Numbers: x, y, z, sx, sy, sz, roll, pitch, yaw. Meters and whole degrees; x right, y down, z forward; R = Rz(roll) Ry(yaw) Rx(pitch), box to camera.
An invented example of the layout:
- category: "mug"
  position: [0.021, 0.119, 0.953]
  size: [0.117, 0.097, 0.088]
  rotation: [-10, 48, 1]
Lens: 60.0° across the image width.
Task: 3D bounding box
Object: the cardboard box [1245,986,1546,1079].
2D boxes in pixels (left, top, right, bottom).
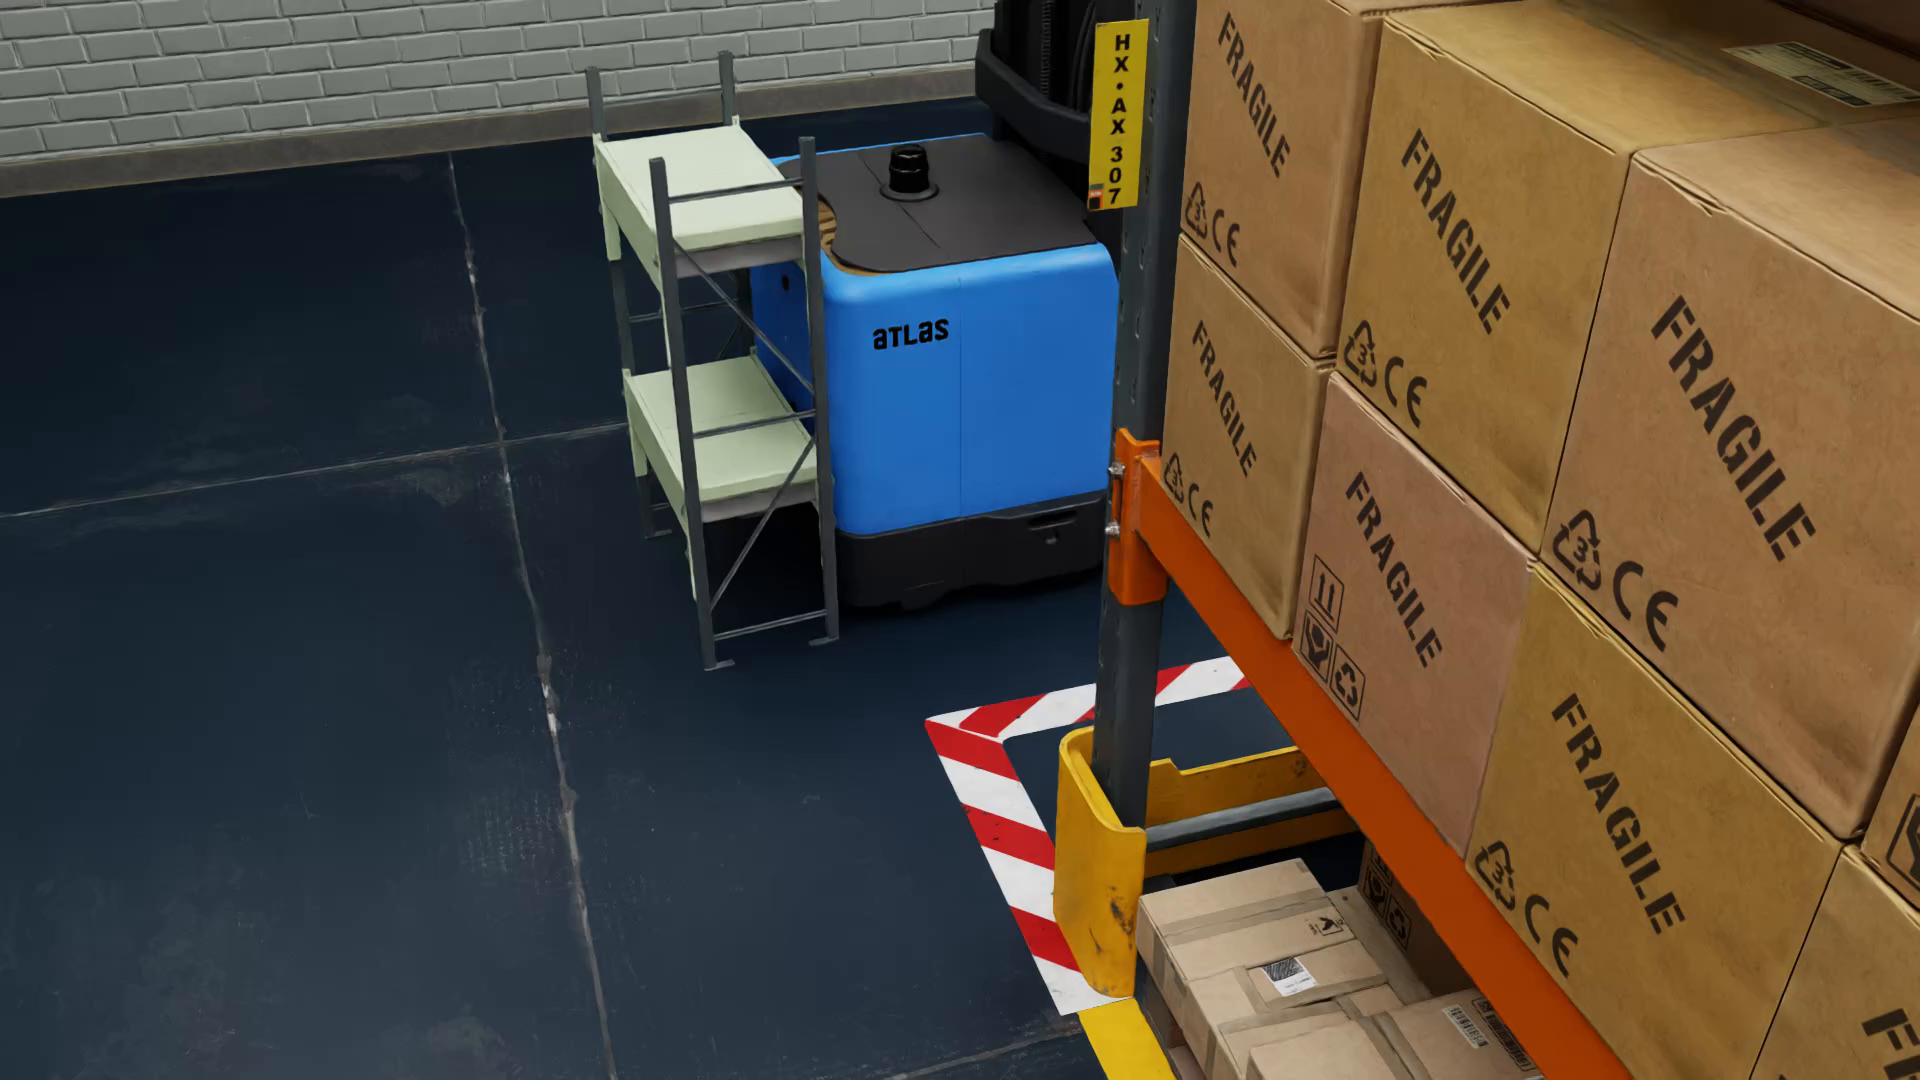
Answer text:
- category: "cardboard box"
  position: [0.836, 1.109, 2.945]
  size: [0.500, 0.250, 0.500]
  rotation: [-10, 35, -15]

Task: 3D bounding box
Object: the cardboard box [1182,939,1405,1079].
- category: "cardboard box"
  position: [0.665, 0.957, 3.251]
  size: [0.380, 0.166, 0.250]
  rotation: [-10, 35, -15]

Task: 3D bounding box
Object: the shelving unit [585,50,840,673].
- category: "shelving unit"
  position: [-0.675, -0.486, 4.625]
  size: [0.431, 1.500, 0.755]
  rotation: [-13, 36, -18]

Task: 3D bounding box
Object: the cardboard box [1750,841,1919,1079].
- category: "cardboard box"
  position: [1.136, 0.582, 1.557]
  size: [0.500, 0.500, 0.500]
  rotation: [-10, 35, -14]

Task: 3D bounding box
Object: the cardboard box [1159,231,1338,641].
- category: "cardboard box"
  position: [0.672, -0.214, 2.763]
  size: [0.500, 0.500, 0.500]
  rotation: [-9, 35, -14]

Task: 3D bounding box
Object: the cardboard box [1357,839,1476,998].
- category: "cardboard box"
  position: [1.188, 0.653, 3.409]
  size: [0.500, 0.500, 0.500]
  rotation: [-10, 35, -15]

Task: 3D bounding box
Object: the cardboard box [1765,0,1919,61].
- category: "cardboard box"
  position: [1.340, -0.456, 2.222]
  size: [0.500, 0.500, 0.500]
  rotation: [-9, 35, -13]

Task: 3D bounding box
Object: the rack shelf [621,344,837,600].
- category: "rack shelf"
  position: [-0.675, -0.214, 4.804]
  size: [0.431, 0.370, 0.720]
  rotation: [-13, 36, -18]

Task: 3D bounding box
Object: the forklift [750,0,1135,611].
- category: "forklift"
  position: [0.905, -1.507, 4.872]
  size: [3.031, 2.935, 1.130]
  rotation: [-11, 35, -16]

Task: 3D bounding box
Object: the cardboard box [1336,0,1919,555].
- category: "cardboard box"
  position: [0.839, -0.358, 2.074]
  size: [0.500, 0.500, 0.500]
  rotation: [-10, 35, -14]

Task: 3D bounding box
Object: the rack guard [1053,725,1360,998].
- category: "rack guard"
  position: [0.811, 0.633, 3.839]
  size: [1.175, 0.500, 0.348]
  rotation: [-10, 35, -15]

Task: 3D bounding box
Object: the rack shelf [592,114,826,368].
- category: "rack shelf"
  position: [-0.675, -0.811, 4.409]
  size: [0.431, 0.370, 0.720]
  rotation: [-13, 36, -18]

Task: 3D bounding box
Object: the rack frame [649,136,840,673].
- category: "rack frame"
  position: [-0.536, -0.299, 4.342]
  size: [0.400, 1.500, 0.023]
  rotation: [-13, 36, -18]

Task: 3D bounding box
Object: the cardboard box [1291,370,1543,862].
- category: "cardboard box"
  position: [0.835, 0.056, 2.354]
  size: [0.500, 0.500, 0.500]
  rotation: [-10, 35, -15]

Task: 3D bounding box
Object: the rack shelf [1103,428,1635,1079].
- category: "rack shelf"
  position: [1.398, 0.900, 1.819]
  size: [1.077, 0.370, 4.000]
  rotation: [-10, 35, -15]

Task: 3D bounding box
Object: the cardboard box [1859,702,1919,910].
- category: "cardboard box"
  position: [1.143, 0.172, 1.272]
  size: [0.500, 0.500, 0.500]
  rotation: [-10, 35, -15]

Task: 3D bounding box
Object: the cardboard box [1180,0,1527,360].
- category: "cardboard box"
  position: [0.672, -0.632, 2.487]
  size: [0.500, 0.500, 0.500]
  rotation: [-9, 35, -13]

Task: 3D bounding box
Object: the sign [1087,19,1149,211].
- category: "sign"
  position: [0.271, -0.720, 2.833]
  size: [0.100, 0.325, 0.005]
  rotation: [-10, 35, -15]

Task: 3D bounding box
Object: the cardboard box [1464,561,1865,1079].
- category: "cardboard box"
  position: [0.985, 0.320, 1.955]
  size: [0.500, 0.500, 0.500]
  rotation: [-10, 35, -15]

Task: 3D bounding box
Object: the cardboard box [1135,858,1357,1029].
- category: "cardboard box"
  position: [0.588, 0.834, 3.455]
  size: [0.380, 0.149, 0.250]
  rotation: [-10, 35, -15]

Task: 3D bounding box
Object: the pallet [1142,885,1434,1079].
- category: "pallet"
  position: [1.055, 1.172, 3.285]
  size: [1.003, 0.211, 1.213]
  rotation: [-10, 35, -15]

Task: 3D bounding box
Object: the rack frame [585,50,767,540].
- category: "rack frame"
  position: [-0.813, -0.672, 4.907]
  size: [0.400, 1.500, 0.023]
  rotation: [-13, 36, -18]

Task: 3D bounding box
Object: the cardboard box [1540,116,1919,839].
- category: "cardboard box"
  position: [0.987, -0.095, 1.675]
  size: [0.500, 0.500, 0.500]
  rotation: [-10, 35, -14]

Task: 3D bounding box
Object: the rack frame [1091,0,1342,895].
- category: "rack frame"
  position: [0.788, -0.450, 3.210]
  size: [1.000, 3.000, 0.127]
  rotation: [-10, 35, -15]
